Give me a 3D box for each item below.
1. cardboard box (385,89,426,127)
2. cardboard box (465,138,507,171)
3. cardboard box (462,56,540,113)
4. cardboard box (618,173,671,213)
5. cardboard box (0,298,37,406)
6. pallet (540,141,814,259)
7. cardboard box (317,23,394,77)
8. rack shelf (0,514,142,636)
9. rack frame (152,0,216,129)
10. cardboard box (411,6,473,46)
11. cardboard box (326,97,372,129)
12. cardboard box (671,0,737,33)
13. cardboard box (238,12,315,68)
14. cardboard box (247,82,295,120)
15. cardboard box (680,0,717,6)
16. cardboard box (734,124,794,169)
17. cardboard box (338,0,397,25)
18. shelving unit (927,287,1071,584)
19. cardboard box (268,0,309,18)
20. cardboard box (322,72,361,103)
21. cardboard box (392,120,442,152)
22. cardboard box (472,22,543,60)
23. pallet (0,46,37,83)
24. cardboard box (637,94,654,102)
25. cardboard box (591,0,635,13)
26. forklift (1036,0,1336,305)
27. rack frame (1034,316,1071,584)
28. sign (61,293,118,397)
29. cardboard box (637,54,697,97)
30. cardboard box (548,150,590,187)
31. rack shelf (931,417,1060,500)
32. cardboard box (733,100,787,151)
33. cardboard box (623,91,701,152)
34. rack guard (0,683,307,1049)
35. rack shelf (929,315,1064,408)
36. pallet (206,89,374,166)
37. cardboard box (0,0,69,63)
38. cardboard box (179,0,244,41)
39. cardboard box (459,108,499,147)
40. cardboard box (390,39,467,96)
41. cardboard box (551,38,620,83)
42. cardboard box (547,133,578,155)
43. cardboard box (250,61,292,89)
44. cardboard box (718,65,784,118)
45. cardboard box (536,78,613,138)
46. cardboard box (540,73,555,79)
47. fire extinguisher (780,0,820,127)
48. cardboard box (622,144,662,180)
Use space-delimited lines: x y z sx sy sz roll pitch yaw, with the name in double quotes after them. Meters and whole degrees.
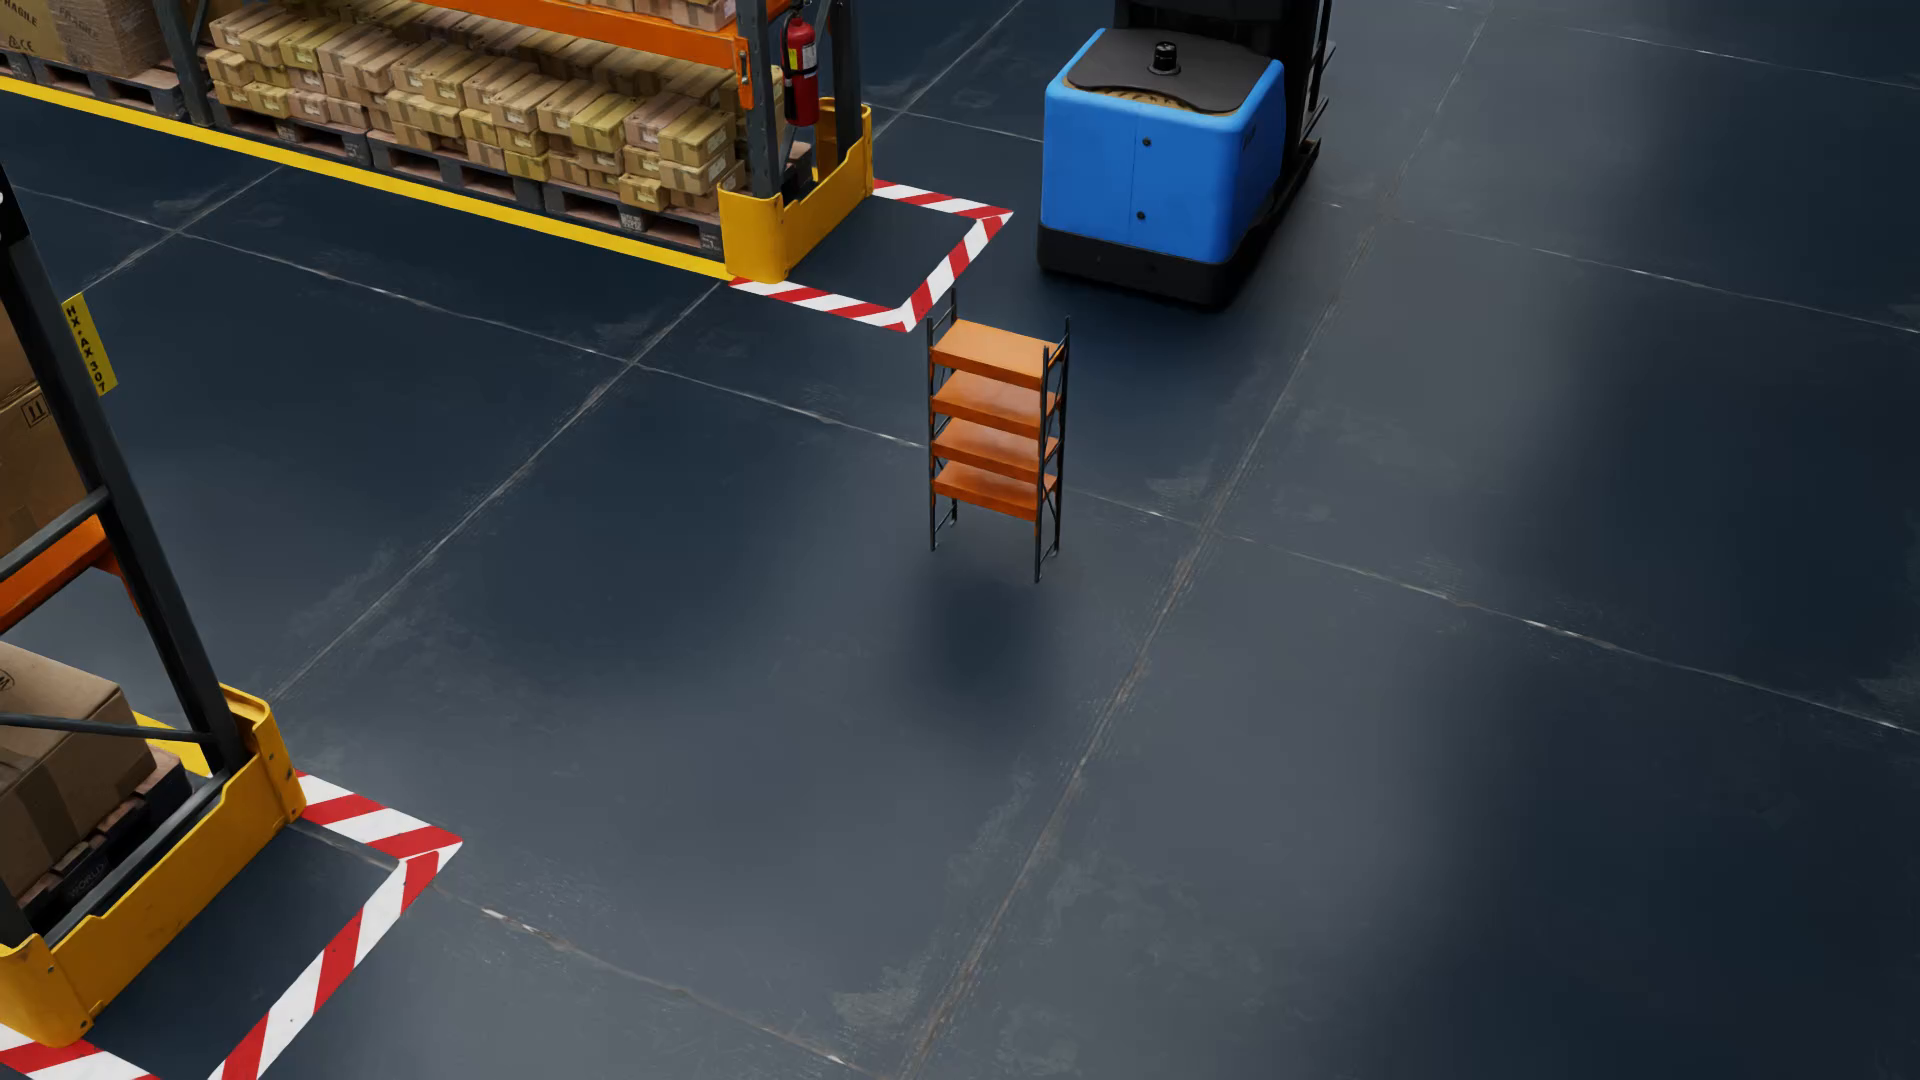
-3.052 -2.521 9.498 0.250 0.149 0.380 17 44 18 "cardboard box"
-2.578 -2.268 9.432 0.250 0.149 0.380 18 44 19 "cardboard box"
-2.554 -2.539 9.291 0.250 0.149 0.380 16 43 17 "cardboard box"
-1.649 -1.962 9.079 0.250 0.149 0.380 18 44 20 "cardboard box"
-3.124 -0.599 4.811 0.500 0.500 0.500 16 43 18 "cardboard box"
-1.598 -2.060 9.466 1.213 0.211 1.003 17 44 19 "pallet"
-3.488 -2.832 9.629 0.250 0.149 0.380 16 43 18 "cardboard box"
-4.622 -0.163 5.697 4.000 0.370 1.077 17 44 19 "rack shelf"
-4.433 -3.955 9.523 0.127 3.000 1.000 17 44 19 "rack frame"
-3.037 -3.067 9.900 0.250 0.149 0.380 15 43 17 "cardboard box"
-3.499 -2.592 9.807 0.250 0.149 0.380 16 43 18 "cardboard box"
-1.223 -2.675 8.237 0.250 0.149 0.380 17 44 19 "cardboard box"
-3.984 -2.931 9.743 0.250 0.149 0.380 19 44 21 "cardboard box"
-3.998 -2.671 9.897 0.250 0.149 0.380 18 44 20 "cardboard box"
-1.324 -2.969 8.082 0.500 0.500 0.500 18 44 19 "cardboard box"
-1.148 -2.264 9.427 0.250 0.149 0.380 18 44 19 "cardboard box"
-3.524 -3.205 10.059 0.250 0.149 0.380 17 44 18 "cardboard box"
0.150 -0.408 6.804 0.503 1.200 0.258 17 44 19 "shelving unit"
-4.000 -3.317 10.188 0.250 0.149 0.380 18 44 20 "cardboard box"
-3.493 -2.719 9.726 0.250 0.149 0.380 15 43 16 "cardboard box"
-3.046 -2.409 9.596 0.250 0.149 0.380 16 43 17 "cardboard box"
-2.609 -2.866 9.668 0.250 0.149 0.380 17 44 19 "cardboard box"
-6.249 -3.453 11.072 1.213 0.211 1.003 17 44 19 "pallet"
-1.658 -2.463 9.430 0.250 0.149 0.380 18 44 19 "cardboard box"
-1.666 -2.826 8.412 0.250 0.149 0.380 17 44 18 "cardboard box"
1.465 -3.283 8.800 1.130 2.935 3.031 16 43 18 "forklift"
0.371 -0.340 6.726 0.015 1.200 0.240 17 44 19 "rack frame"
-2.569 -0.566 4.891 0.005 0.325 0.100 17 44 19 "sign"
-1.614 -2.651 9.420 0.250 0.149 0.380 17 44 19 "cardboard box"
-2.081 -2.147 9.292 0.250 0.149 0.380 17 44 19 "cardboard box"
0.150 -0.357 6.848 0.480 0.148 0.258 17 44 19 "rack shelf"
-1.174 -2.338 9.287 0.250 0.149 0.380 19 44 20 "cardboard box"
-1.598 -2.253 8.961 0.250 0.149 0.380 18 44 19 "cardboard box"
-2.788 1.070 5.634 0.348 0.500 1.175 17 44 19 "rack guard"
0.150 -0.704 6.547 0.480 0.148 0.258 17 44 19 "rack shelf"
-3.809 -2.736 10.246 1.213 0.211 1.003 17 44 19 "pallet"
-5.675 -3.367 10.432 0.500 0.500 0.500 16 43 18 "cardboard box"
-4.990 -3.531 10.621 0.500 0.500 0.500 19 44 20 "cardboard box"
-2.578 -2.378 9.333 0.250 0.149 0.380 19 44 21 "cardboard box"
-3.010 -2.686 9.461 0.250 0.149 0.380 15 43 17 "cardboard box"
-2.121 -2.753 9.538 0.250 0.149 0.380 19 44 20 "cardboard box"
-2.079 -2.296 9.238 0.250 0.149 0.380 16 44 18 "cardboard box"
-3.973 -2.841 9.867 0.250 0.149 0.380 17 44 19 "cardboard box"
-1.139 -2.500 9.246 0.250 0.149 0.380 15 43 17 "cardboard box"
-2.095 -2.359 9.083 0.250 0.149 0.380 15 43 17 "cardboard box"
-2.388 -2.666 9.665 0.250 0.149 0.380 19 44 21 "cardboard box"
-0.775 -2.333 7.996 0.183 0.674 0.296 17 44 19 "fire extinguisher"
-1.621 -2.122 9.037 0.250 0.149 0.380 16 43 18 "cardboard box"
